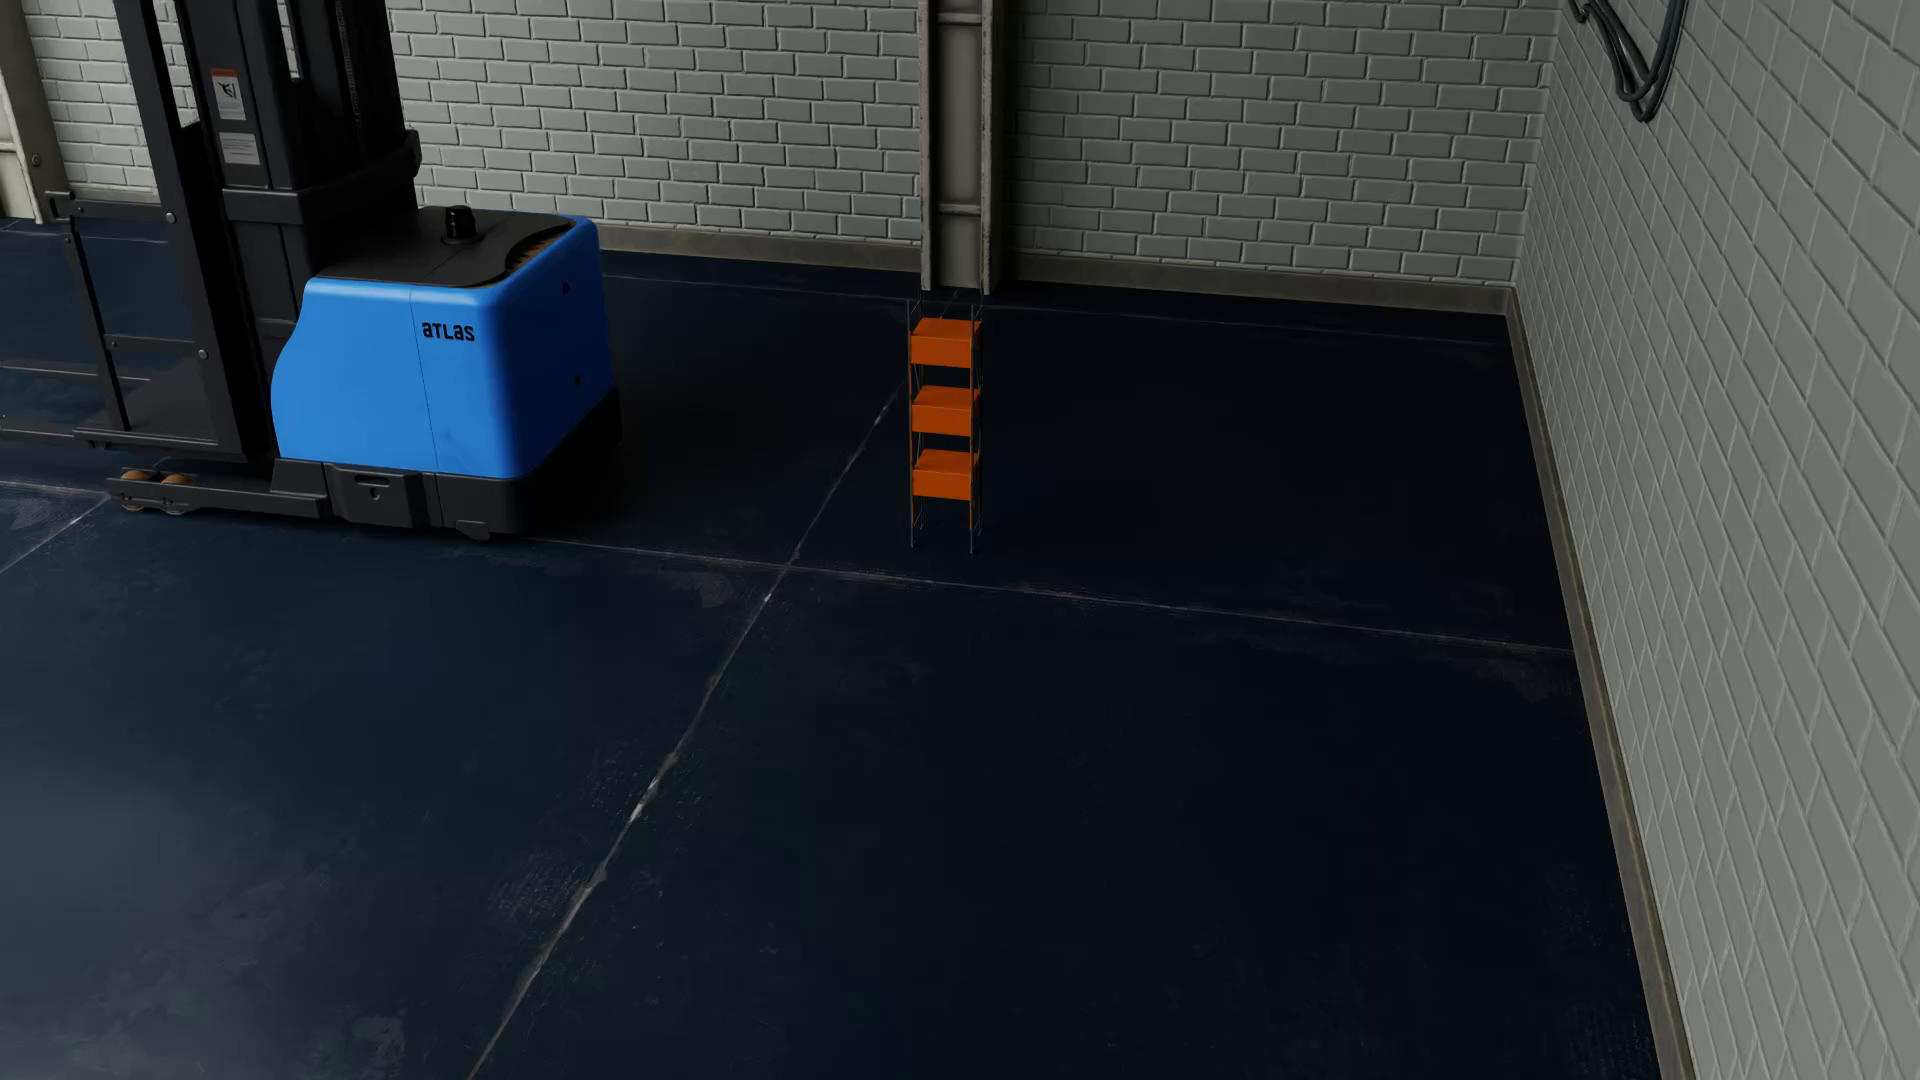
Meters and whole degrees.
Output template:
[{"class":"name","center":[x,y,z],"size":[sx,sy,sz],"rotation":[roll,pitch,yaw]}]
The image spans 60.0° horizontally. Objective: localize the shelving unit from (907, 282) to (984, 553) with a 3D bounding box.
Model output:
[{"class":"shelving unit","center":[-0.052,-0.466,6.508],"size":[0.252,1.050,0.215],"rotation":[6,29,11]}]

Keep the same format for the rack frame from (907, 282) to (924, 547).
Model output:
[{"class":"rack frame","center":[-0.172,-0.478,6.530],"size":[0.008,1.050,0.200],"rotation":[6,29,11]}]

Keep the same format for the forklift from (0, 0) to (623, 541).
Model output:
[{"class":"forklift","center":[-3.082,-1.630,6.675],"size":[3.031,2.935,1.130],"rotation":[6,29,10]}]

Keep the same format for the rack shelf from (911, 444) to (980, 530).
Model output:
[{"class":"rack shelf","center":[-0.052,-0.213,6.646],"size":[0.240,0.259,0.215],"rotation":[6,29,11]}]

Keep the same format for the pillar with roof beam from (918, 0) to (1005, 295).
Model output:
[{"class":"pillar with roof beam","center":[-0.890,-3.379,3.551],"size":[0.400,9.000,9.100],"rotation":[6,29,11]}]

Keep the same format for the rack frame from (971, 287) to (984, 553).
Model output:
[{"class":"rack frame","center":[0.067,-0.454,6.485],"size":[0.008,1.050,0.200],"rotation":[6,29,11]}]

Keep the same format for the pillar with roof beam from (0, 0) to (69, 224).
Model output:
[{"class":"pillar with roof beam","center":[-6.758,-3.981,4.650],"size":[0.400,9.000,9.100],"rotation":[6,29,11]}]

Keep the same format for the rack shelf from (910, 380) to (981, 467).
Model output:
[{"class":"rack shelf","center":[-0.052,-0.457,6.513],"size":[0.240,0.259,0.215],"rotation":[6,29,11]}]

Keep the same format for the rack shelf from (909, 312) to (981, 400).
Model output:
[{"class":"rack shelf","center":[-0.052,-0.705,6.377],"size":[0.240,0.259,0.215],"rotation":[6,29,11]}]

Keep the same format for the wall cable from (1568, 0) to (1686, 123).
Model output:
[{"class":"wall cable","center":[2.614,-3.122,6.316],"size":[0.112,2.526,3.097],"rotation":[6,29,11]}]
